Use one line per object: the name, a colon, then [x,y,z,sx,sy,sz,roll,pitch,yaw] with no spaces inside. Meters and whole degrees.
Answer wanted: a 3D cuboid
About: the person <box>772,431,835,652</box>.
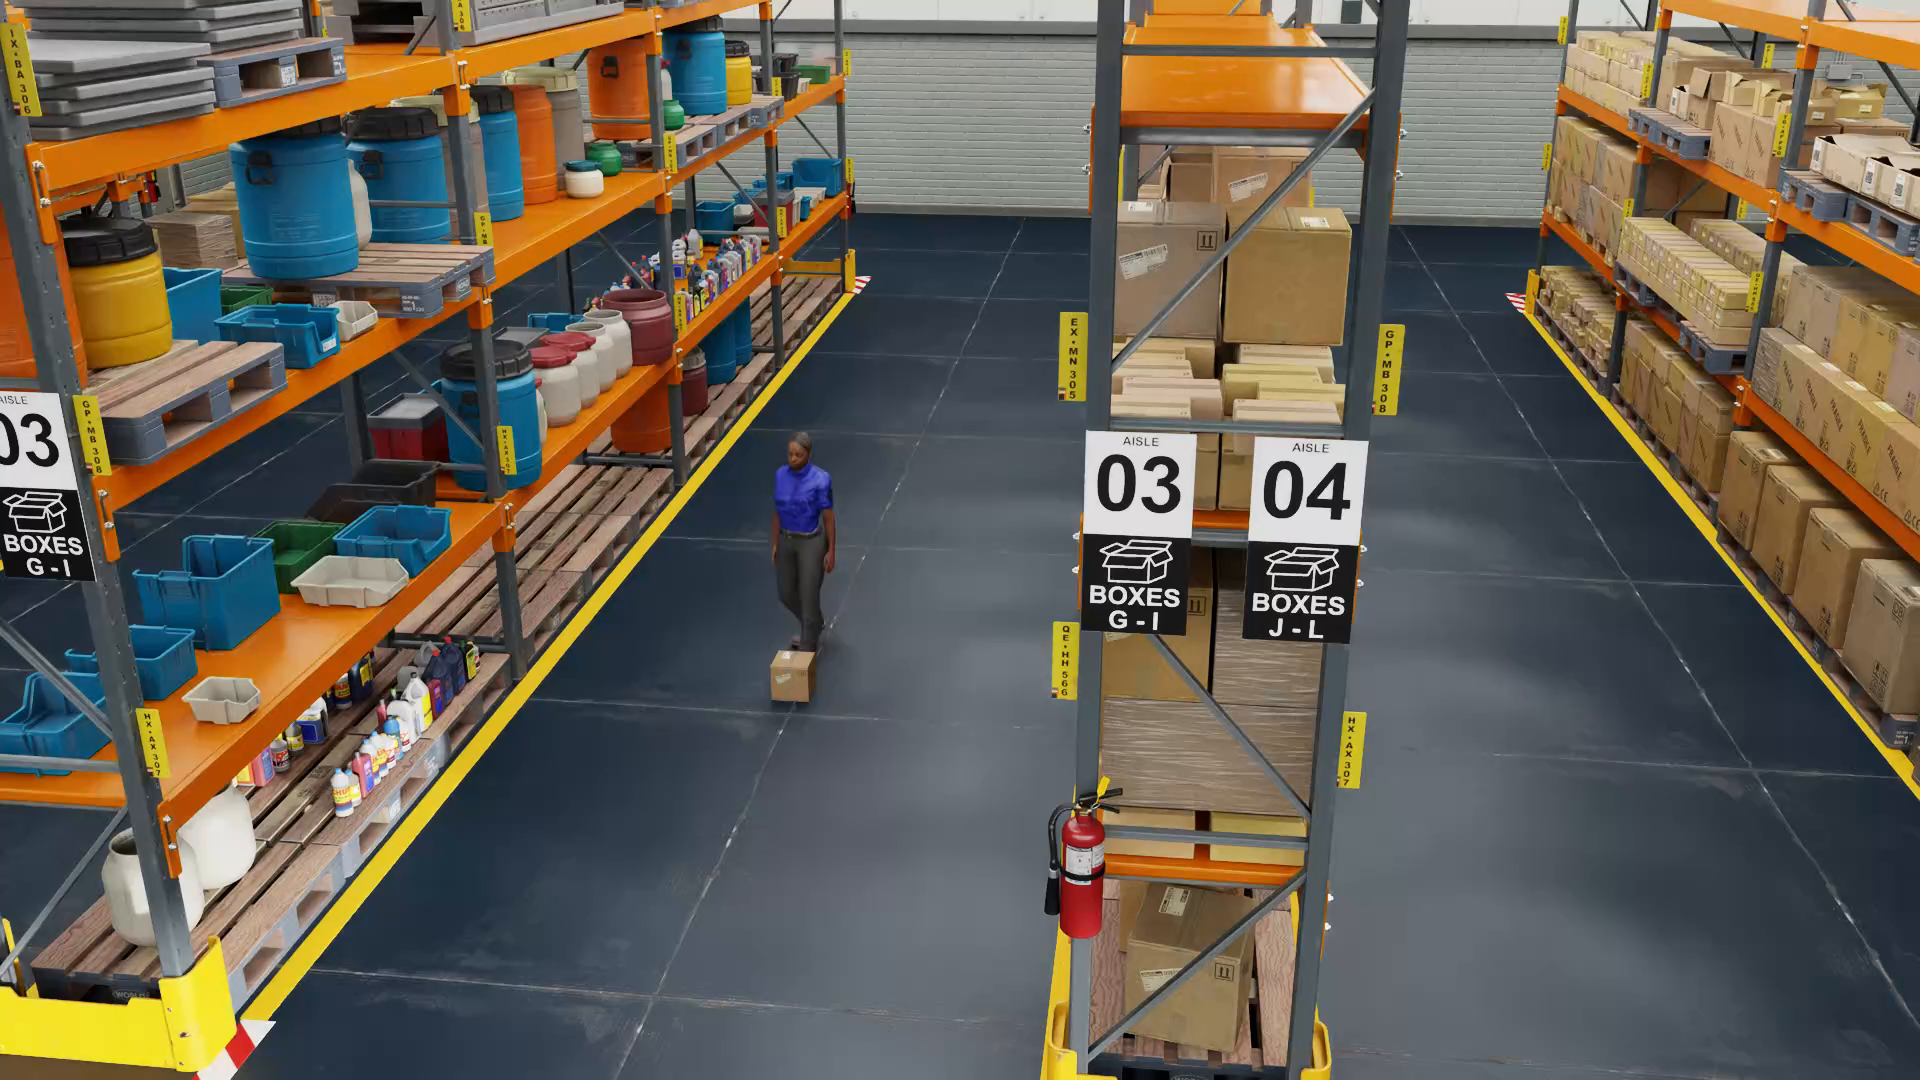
person: [-1.058,0.038,11.350,0.462,1.652,0.605,10,24,25]
